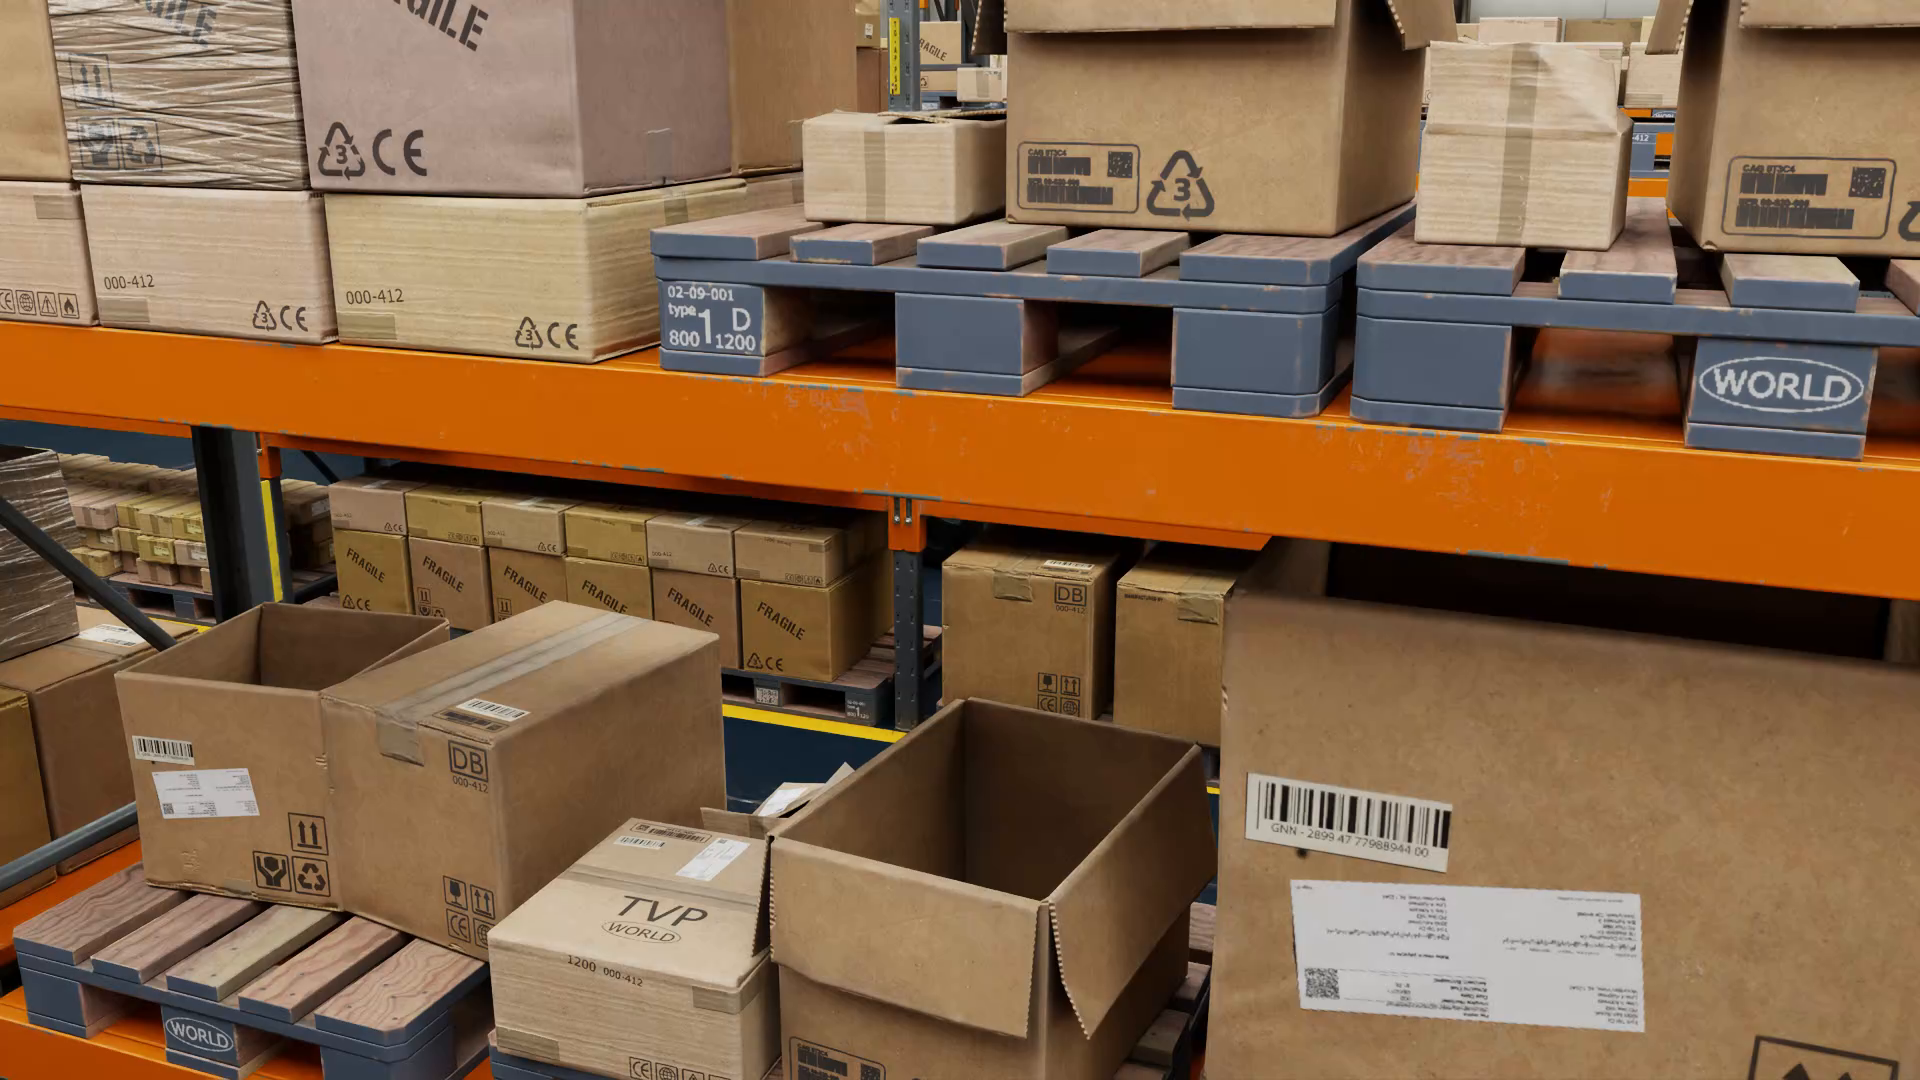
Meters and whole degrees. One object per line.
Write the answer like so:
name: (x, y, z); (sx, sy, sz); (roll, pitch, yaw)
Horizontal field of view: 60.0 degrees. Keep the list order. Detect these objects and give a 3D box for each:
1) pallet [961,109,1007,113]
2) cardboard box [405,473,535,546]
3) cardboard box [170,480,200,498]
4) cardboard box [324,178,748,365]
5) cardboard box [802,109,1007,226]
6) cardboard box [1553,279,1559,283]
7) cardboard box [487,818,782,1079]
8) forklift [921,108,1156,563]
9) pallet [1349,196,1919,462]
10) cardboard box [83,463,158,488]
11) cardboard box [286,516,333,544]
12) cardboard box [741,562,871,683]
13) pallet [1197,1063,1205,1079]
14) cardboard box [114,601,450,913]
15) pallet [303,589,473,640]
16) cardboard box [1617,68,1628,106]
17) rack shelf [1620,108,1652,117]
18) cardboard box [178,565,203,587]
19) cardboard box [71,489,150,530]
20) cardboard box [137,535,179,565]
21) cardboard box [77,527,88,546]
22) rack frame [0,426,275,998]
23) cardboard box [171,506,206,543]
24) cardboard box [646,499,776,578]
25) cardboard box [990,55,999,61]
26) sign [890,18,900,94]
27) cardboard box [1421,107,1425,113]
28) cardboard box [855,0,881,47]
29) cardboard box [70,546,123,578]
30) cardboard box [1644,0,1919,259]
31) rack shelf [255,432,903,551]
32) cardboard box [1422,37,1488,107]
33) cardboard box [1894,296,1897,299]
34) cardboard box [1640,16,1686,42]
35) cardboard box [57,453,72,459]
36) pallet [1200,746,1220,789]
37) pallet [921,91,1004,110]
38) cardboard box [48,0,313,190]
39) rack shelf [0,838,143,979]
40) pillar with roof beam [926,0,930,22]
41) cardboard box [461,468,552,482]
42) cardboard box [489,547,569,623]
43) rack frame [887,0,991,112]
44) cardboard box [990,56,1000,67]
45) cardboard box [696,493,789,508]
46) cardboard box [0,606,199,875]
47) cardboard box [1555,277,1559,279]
pallet: (0.531, -1.900, 7.797); (1.003, 0.211, 1.213); (7, 18, 23)
cardboard box: (-2.722, -0.175, 9.282); (0.500, 0.250, 0.500); (7, 18, 22)
cardboard box: (-4.792, -0.296, 10.607); (0.250, 0.149, 0.380); (6, 17, 19)
cardboard box: (-0.698, -0.478, 2.829); (0.500, 0.250, 0.500); (7, 17, 22)
cardboard box: (-0.061, -0.613, 2.691); (0.250, 0.166, 0.380); (6, 17, 19)
cardboard box: (2.690, -0.823, 7.155); (0.500, 0.500, 0.700); (6, 17, 20)
cardboard box: (-0.527, 0.775, 3.140); (0.500, 0.250, 0.500); (6, 17, 19)
forklift: (0.354, -1.275, 10.807); (1.130, 2.935, 3.031); (-15, 22, -41)
pallet: (1.184, -0.358, 2.484); (1.003, 0.211, 1.213); (6, 17, 21)
cardboard box: (-5.497, -0.385, 10.914); (0.250, 0.149, 0.380); (6, 17, 21)
cardboard box: (-4.028, -0.107, 10.489); (0.250, 0.149, 0.380); (7, 18, 23)
cardboard box: (-0.796, 0.397, 8.657); (0.500, 0.500, 0.500); (6, 17, 20)
pallet: (1.062, 1.059, 2.990); (1.213, 0.211, 1.003); (6, 17, 21)
cardboard box: (-1.484, 0.469, 3.746); (0.500, 0.500, 0.500); (4, 17, 14)
pallet: (-3.084, 0.407, 9.894); (1.213, 0.211, 1.003); (6, 17, 21)
cardboard box: (2.760, -1.933, 7.091); (0.380, 0.149, 0.250); (6, 17, 21)
rack shelf: (5.313, -4.075, 16.240); (4.000, 0.370, 1.077); (6, 17, 21)
cardboard box: (-4.509, 0.156, 10.117); (0.250, 0.149, 0.380); (7, 18, 22)
cardboard box: (-5.220, -0.189, 10.237); (0.250, 0.149, 0.380); (5, 17, 18)
cardboard box: (-4.730, 0.016, 10.066); (0.250, 0.149, 0.380); (6, 17, 19)
cardboard box: (-5.414, -0.089, 10.426); (0.250, 0.149, 0.380); (5, 17, 18)
rack frame: (-2.001, 0.674, 3.973); (0.127, 3.000, 1.000); (6, 17, 21)
cardboard box: (-4.487, -0.115, 9.982); (0.250, 0.149, 0.380); (7, 17, 21)
cardboard box: (-1.294, -0.015, 8.729); (0.500, 0.250, 0.500); (7, 17, 21)
cardboard box: (0.343, -5.116, 17.520); (0.250, 0.149, 0.380); (6, 17, 20)
sign: (-0.288, -2.151, 7.394); (0.005, 0.325, 0.100); (6, 17, 21)
cardboard box: (3.064, -3.238, 11.882); (0.637, 0.503, 0.797); (6, 17, 21)
cardboard box: (-0.559, -2.433, 7.740); (0.258, 0.266, 0.396); (6, 17, 21)
cardboard box: (-5.261, 0.098, 10.316); (0.250, 0.149, 0.380); (6, 17, 21)
cardboard box: (1.319, -0.683, 2.327); (0.637, 0.503, 0.797); (5, 17, 18)
rack shelf: (-1.948, -0.462, 9.174); (4.000, 0.370, 1.077); (6, 17, 21)
cardboard box: (1.922, -1.963, 6.902); (0.500, 0.311, 0.500); (6, 17, 19)
cardboard box: (3.964, -0.737, 6.627); (0.550, 0.550, 0.875); (6, 17, 21)
cardboard box: (4.770, -3.324, 10.982); (0.500, 0.250, 0.500); (7, 17, 22)
cardboard box: (-6.226, -0.474, 11.218); (0.250, 0.149, 0.380); (6, 17, 18)
pallet: (1.749, 0.962, 7.981); (1.213, 0.211, 1.003); (6, 17, 21)
pallet: (-0.025, -3.412, 13.006); (1.213, 0.211, 1.003); (7, 18, 23)
cardboard box: (-1.188, -0.887, 2.894); (0.500, 0.500, 0.500); (6, 17, 21)
rack shelf: (-3.862, 0.814, 4.778); (4.000, 0.370, 1.077); (6, 17, 21)
pillar with roof beam: (-2.165, -5.663, 15.040); (0.400, 9.000, 9.100); (6, 17, 21)
cardboard box: (-2.550, -0.306, 9.734); (0.500, 0.250, 0.500); (7, 18, 23)
cardboard box: (-2.233, 0.235, 9.213); (0.500, 0.500, 0.500); (7, 17, 22)
rack frame: (-0.088, -3.484, 7.532); (0.127, 3.000, 1.000); (6, 17, 21)
cardboard box: (0.225, -3.524, 12.541); (0.258, 0.266, 0.396); (6, 17, 19)
cardboard box: (-1.112, -0.149, 9.192); (0.500, 0.250, 0.500); (6, 17, 20)
cardboard box: (-2.354, 0.505, 4.374); (0.500, 0.500, 0.500); (7, 18, 22)
cardboard box: (4.380, -1.918, 11.434); (0.500, 0.500, 0.500); (6, 17, 21)
